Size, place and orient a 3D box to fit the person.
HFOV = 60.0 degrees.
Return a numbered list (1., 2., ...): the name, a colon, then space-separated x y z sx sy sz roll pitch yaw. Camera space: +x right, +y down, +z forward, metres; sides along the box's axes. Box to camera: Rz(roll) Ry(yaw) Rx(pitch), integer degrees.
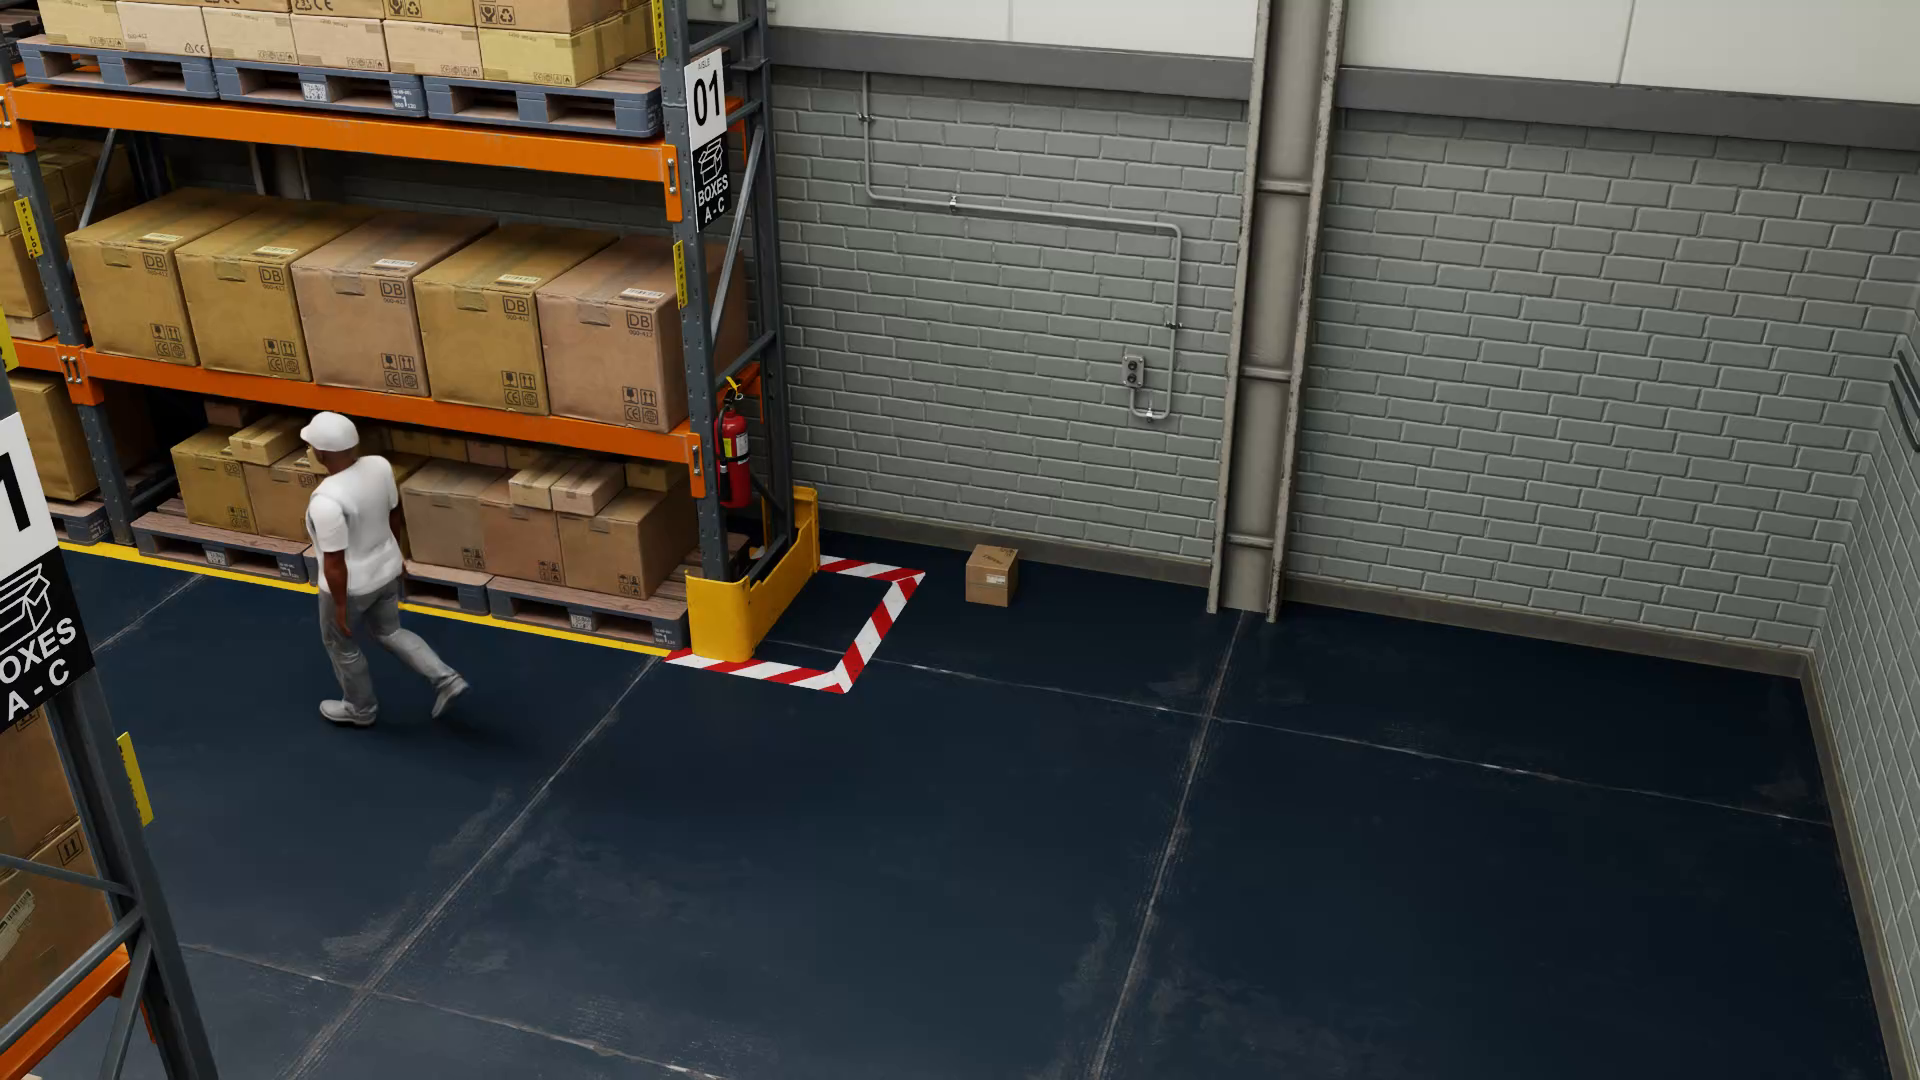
1. person: -2.883 0.173 8.159 0.842 1.741 0.596 11 31 18
